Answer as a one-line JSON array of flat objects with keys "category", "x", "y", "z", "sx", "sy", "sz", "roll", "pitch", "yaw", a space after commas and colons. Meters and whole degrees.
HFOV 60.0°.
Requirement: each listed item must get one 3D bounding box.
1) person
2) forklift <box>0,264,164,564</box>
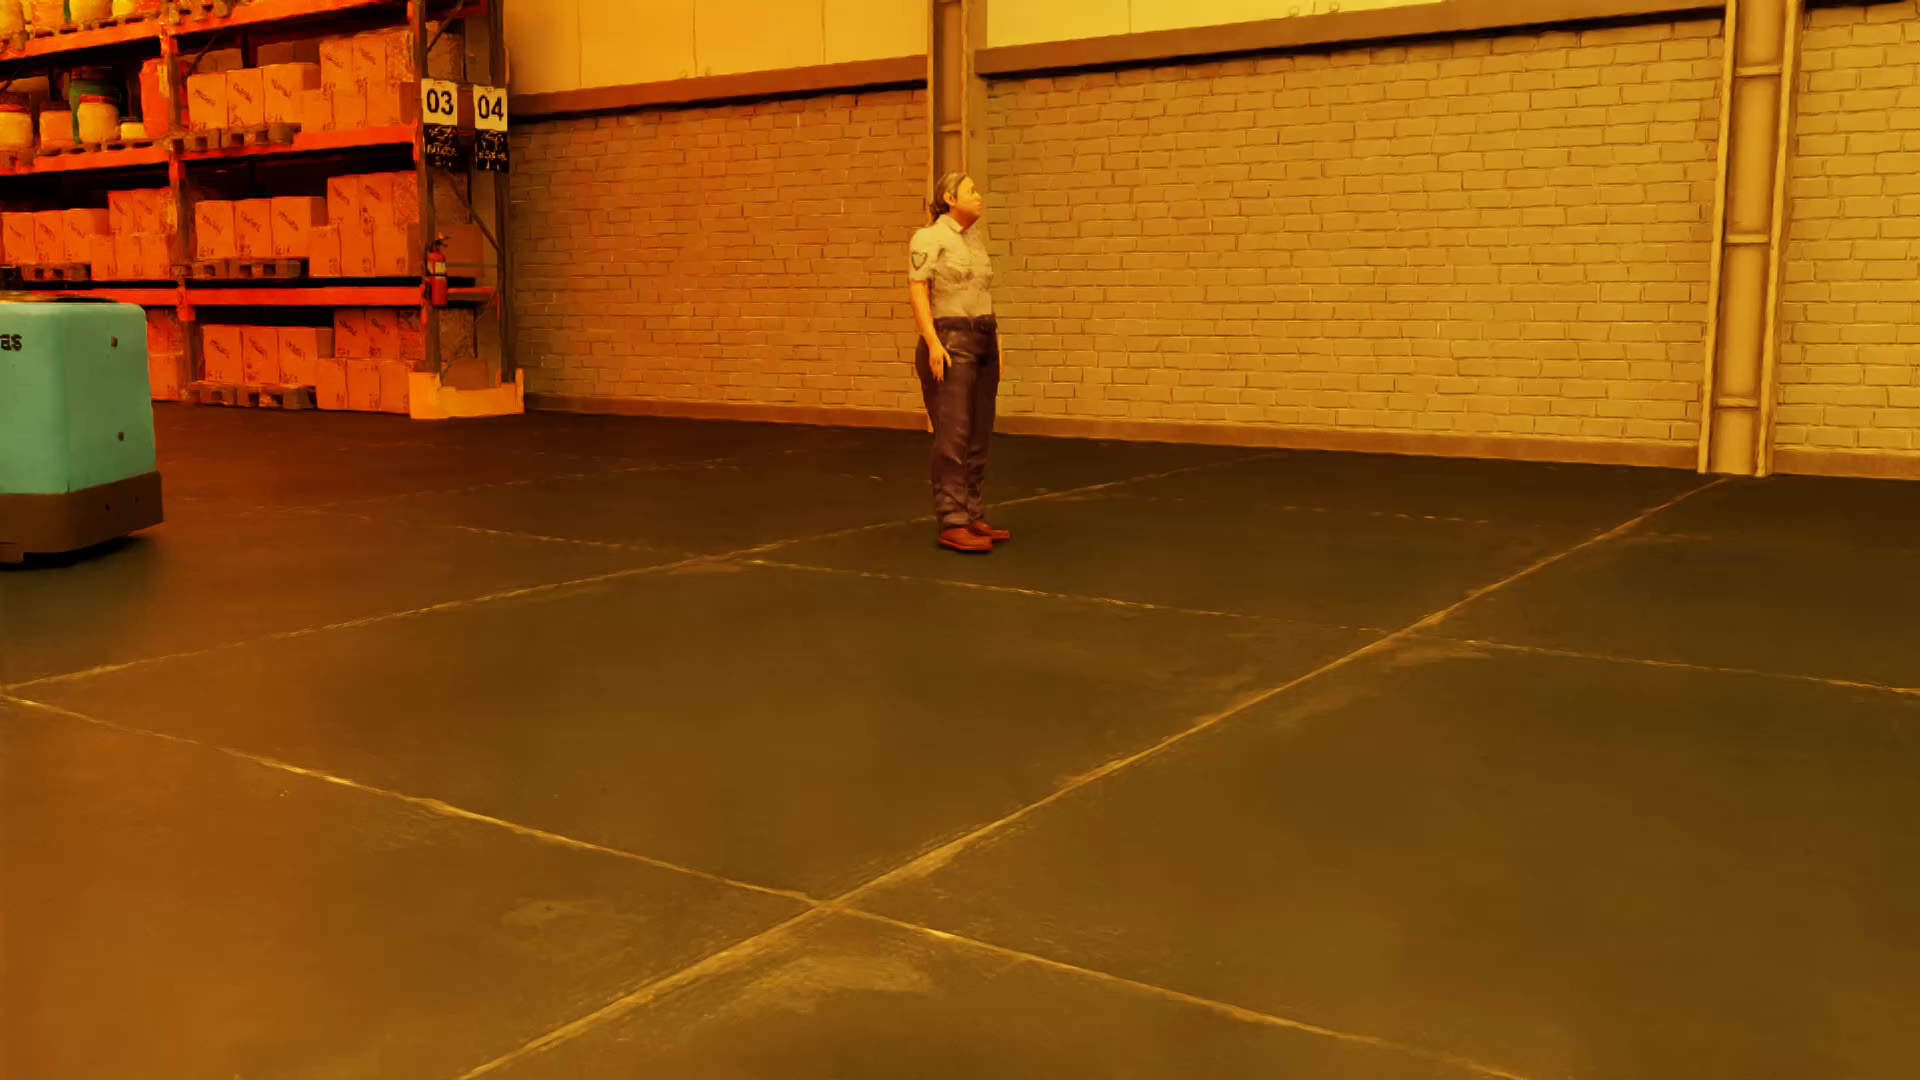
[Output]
[{"category": "person", "x": 0.062, "y": -0.813, "z": 7.418, "sx": 0.502, "sy": 1.650, "sz": 0.599, "roll": 5, "pitch": 10, "yaw": 34}, {"category": "forklift", "x": -5.154, "y": -1.385, "z": 6.935, "sx": 3.031, "sy": 2.935, "sz": 1.130, "roll": -1, "pitch": 8, "yaw": -4}]
